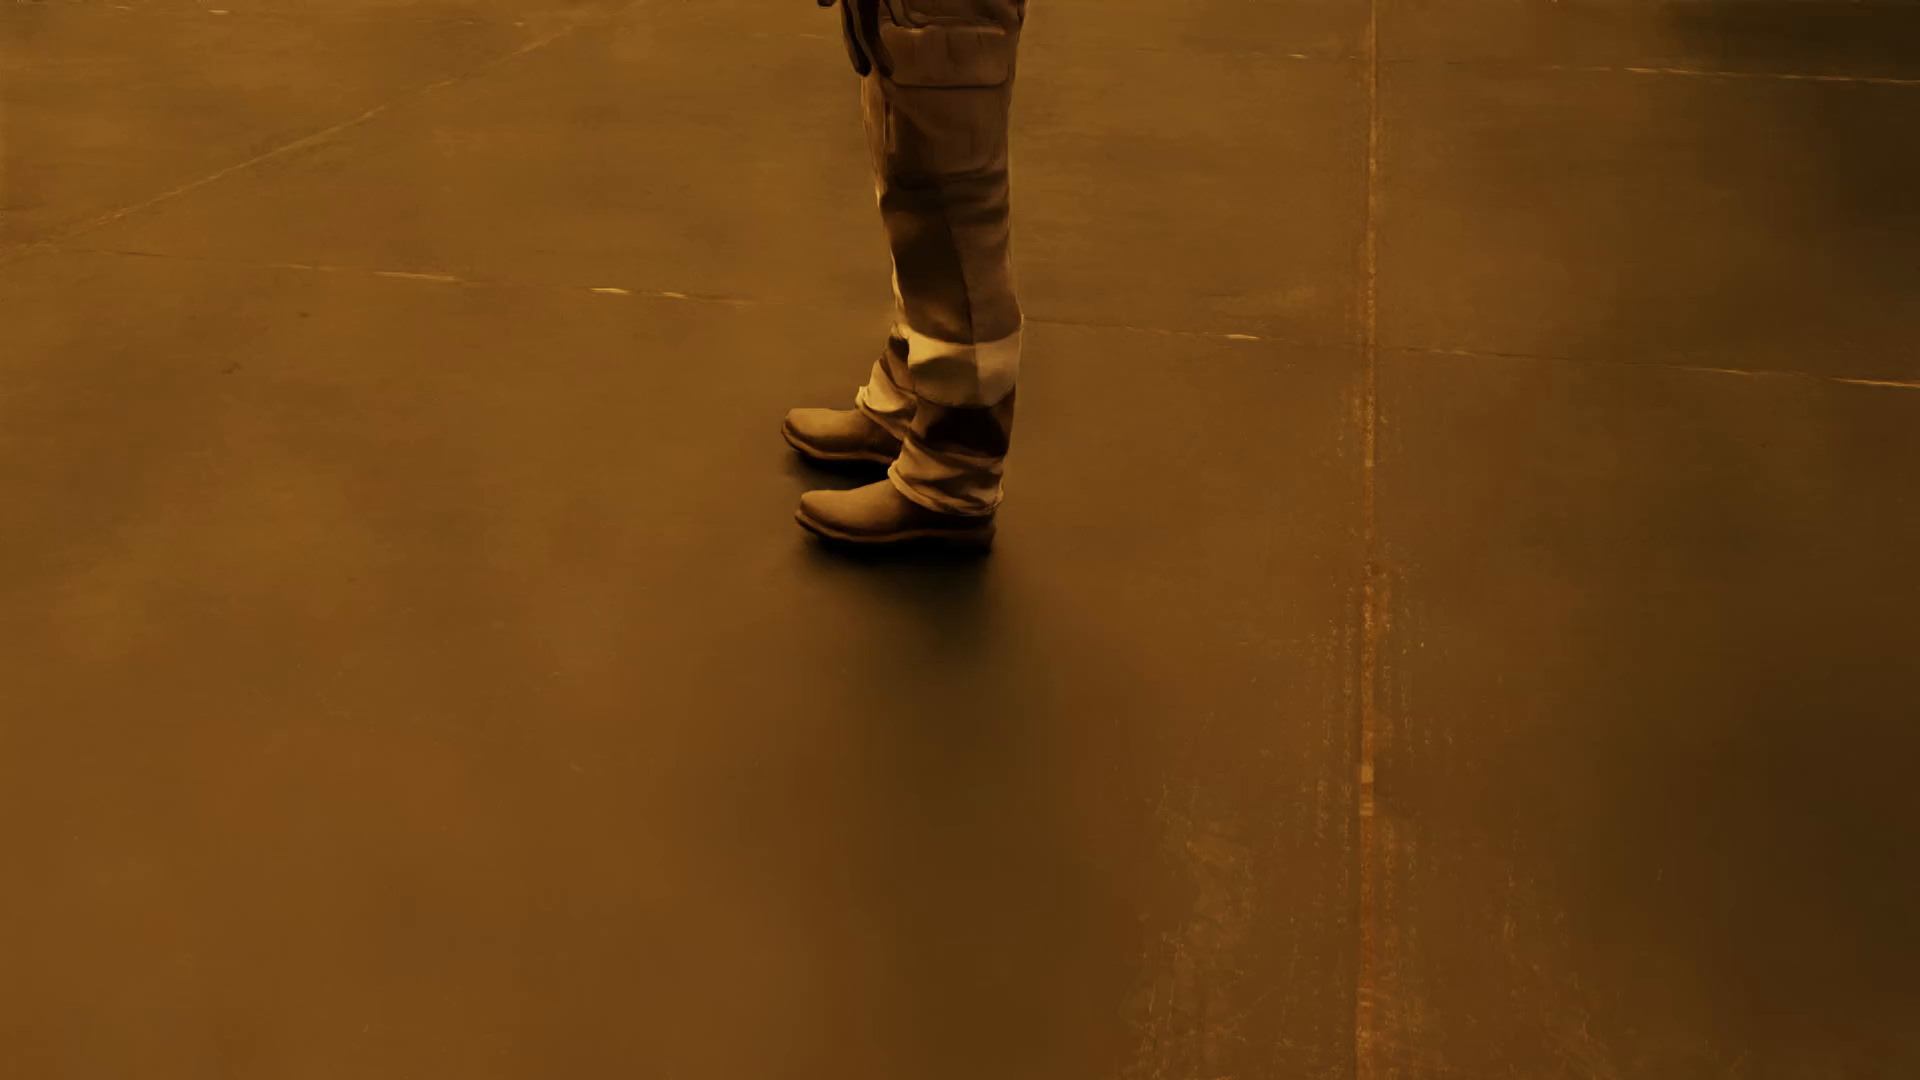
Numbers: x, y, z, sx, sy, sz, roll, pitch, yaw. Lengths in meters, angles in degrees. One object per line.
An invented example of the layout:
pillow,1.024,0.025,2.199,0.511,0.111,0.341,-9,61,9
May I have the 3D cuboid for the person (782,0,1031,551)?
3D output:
person,-0.076,-0.818,2.119,0.563,1.787,0.637,6,27,11
